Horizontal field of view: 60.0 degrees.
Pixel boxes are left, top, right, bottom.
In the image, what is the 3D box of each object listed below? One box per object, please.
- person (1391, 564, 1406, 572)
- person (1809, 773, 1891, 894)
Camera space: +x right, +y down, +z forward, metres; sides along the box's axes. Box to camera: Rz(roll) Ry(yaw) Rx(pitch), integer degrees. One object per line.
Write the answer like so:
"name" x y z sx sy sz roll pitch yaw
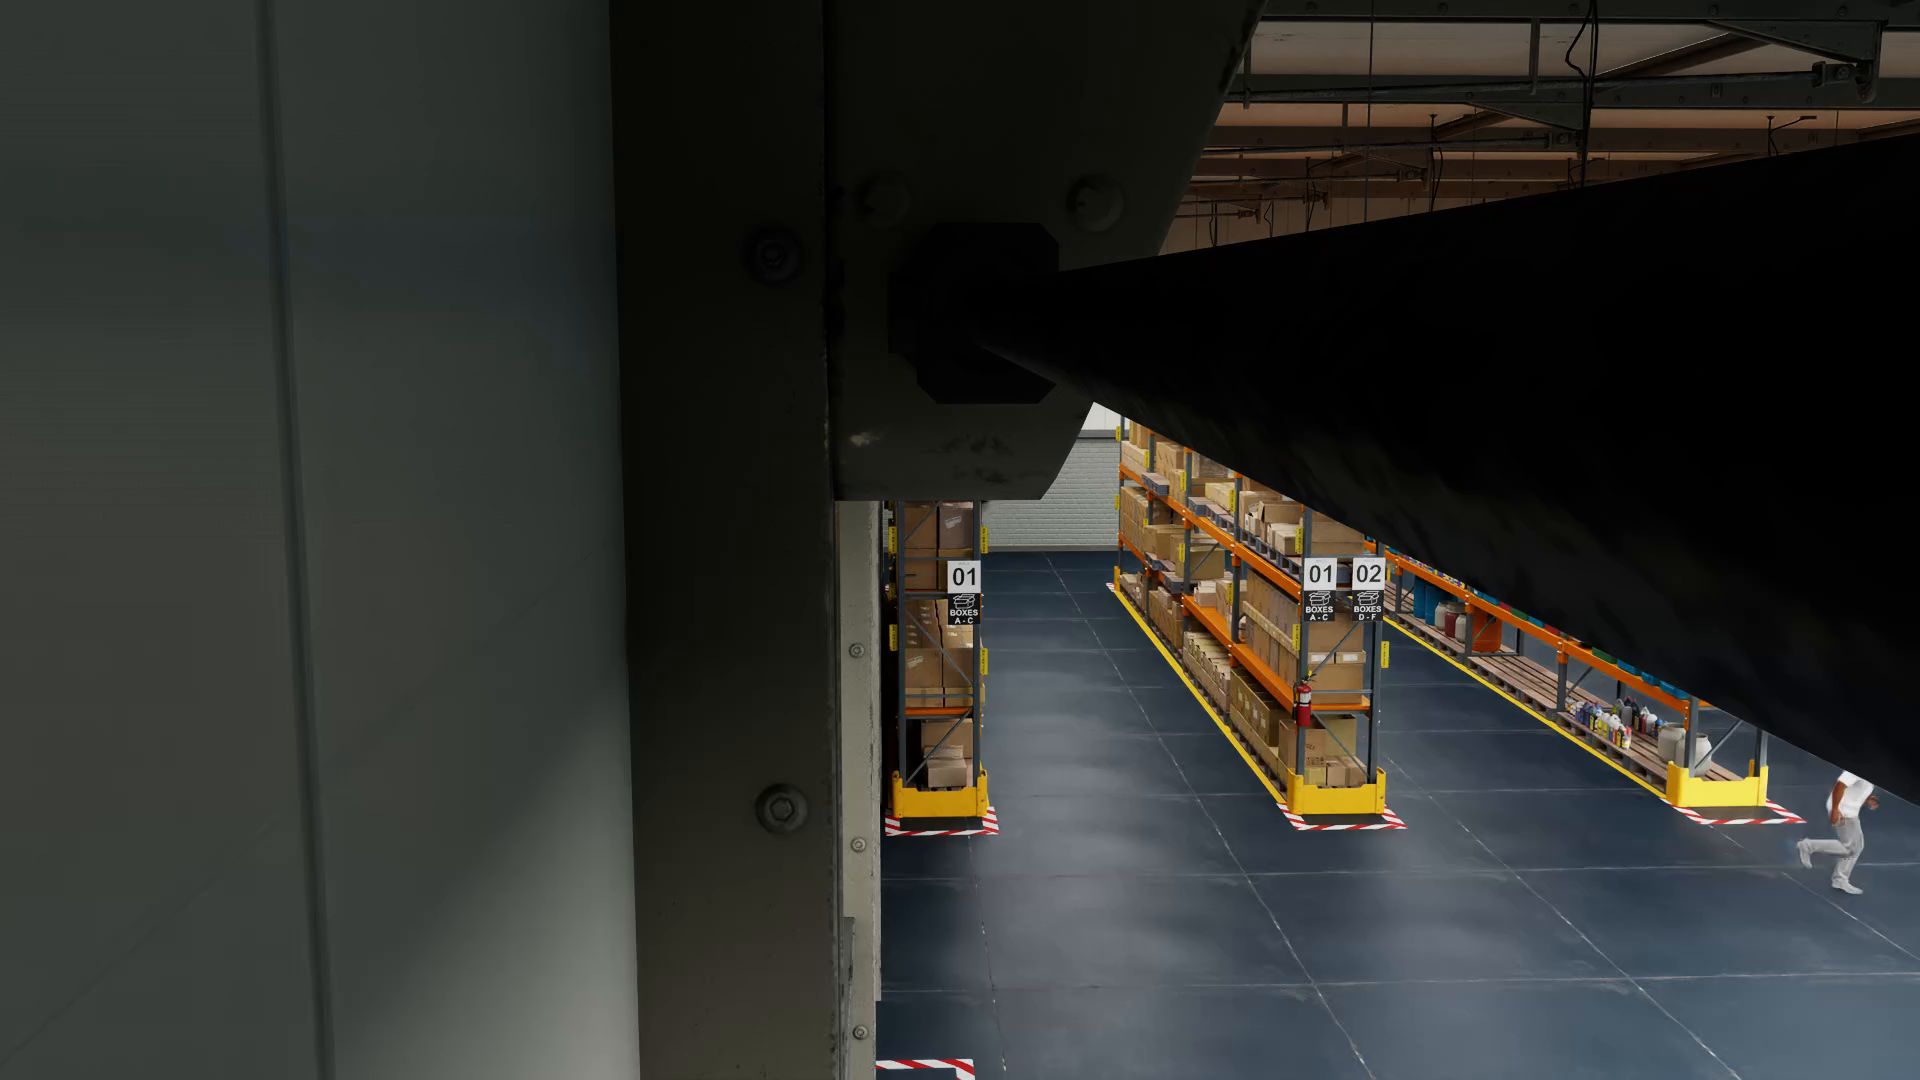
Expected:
"person" 10.518 -0.063 38.537 0.911 1.742 0.646 1 8 8
"person" 9.602 2.954 17.900 0.764 1.687 0.692 4 9 27
